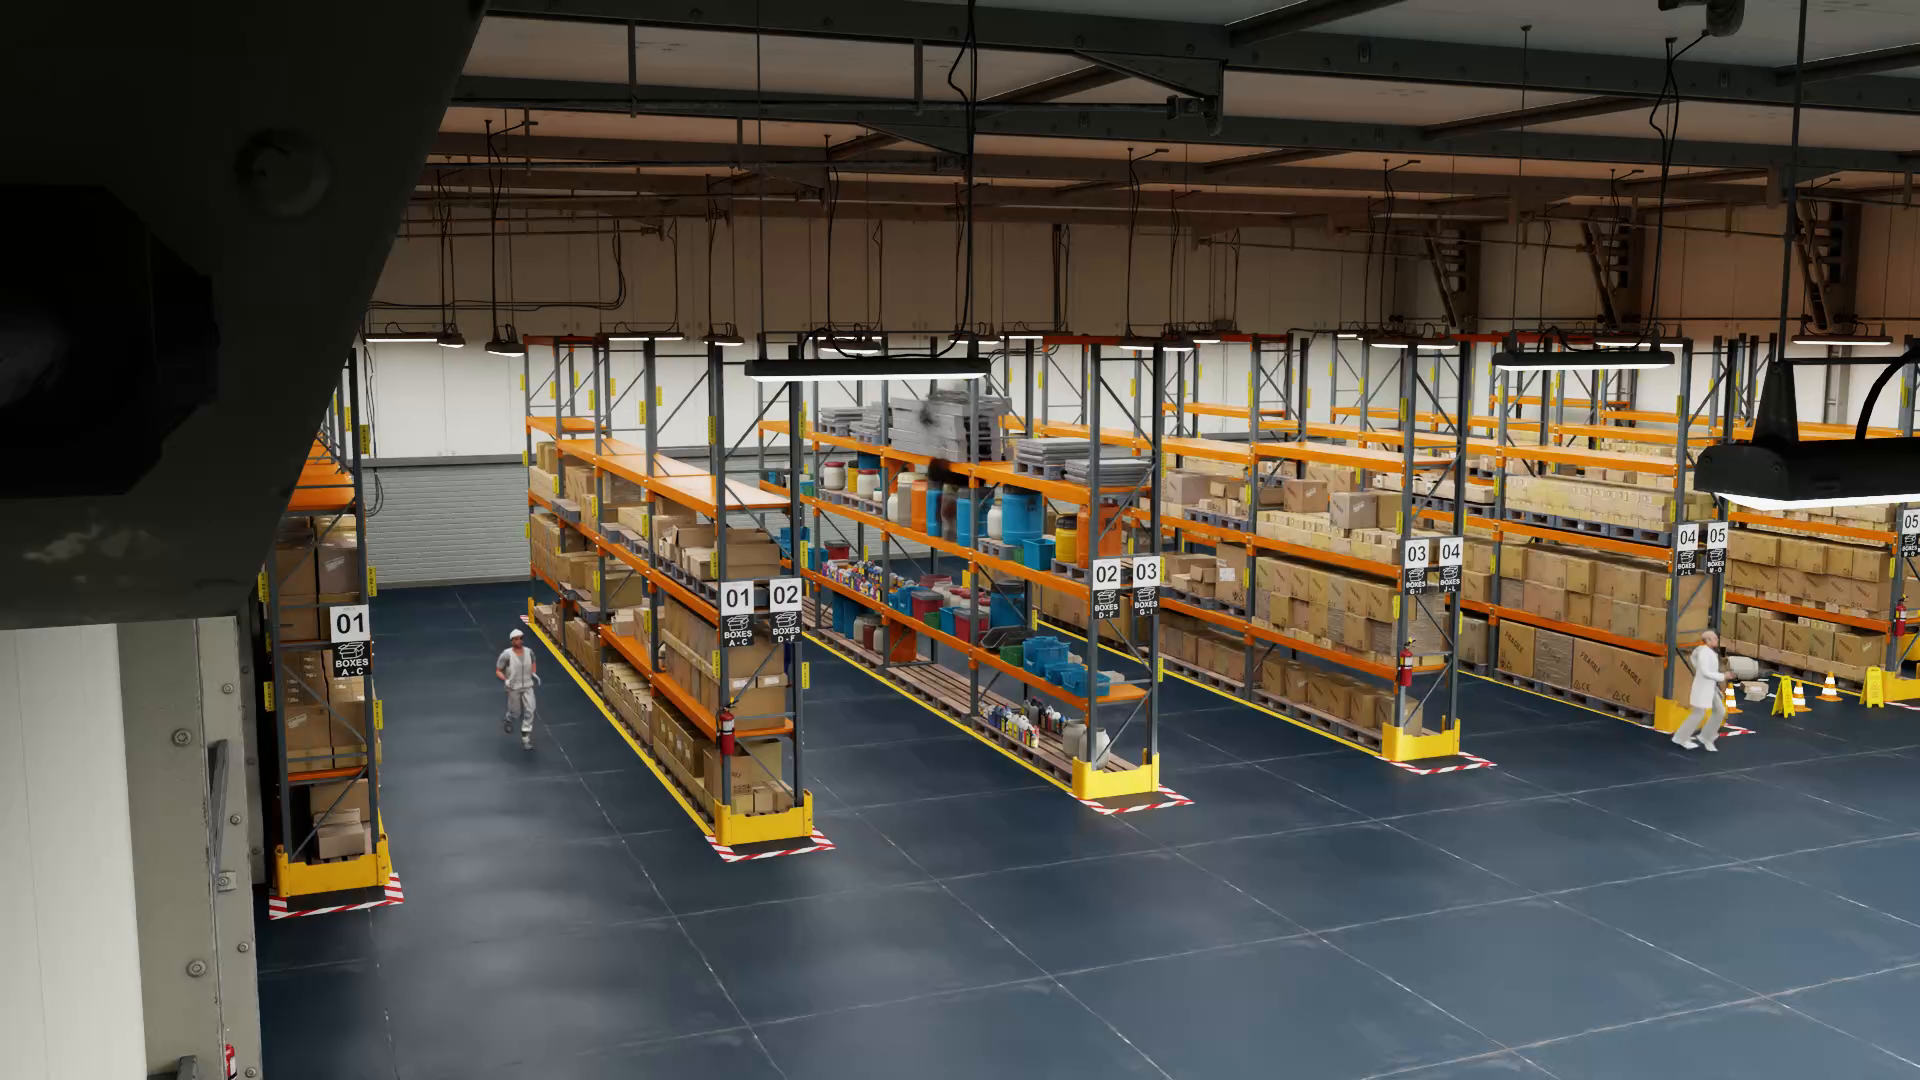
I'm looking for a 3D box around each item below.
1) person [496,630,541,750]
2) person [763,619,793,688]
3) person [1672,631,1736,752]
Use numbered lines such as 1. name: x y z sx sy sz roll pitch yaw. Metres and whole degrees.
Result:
1. person: -6.542 2.192 24.661 0.665 1.761 0.823 -6 9 -37
2. person: -2.935 1.596 27.539 0.630 1.679 0.702 -5 9 -34
3. person: 10.933 2.237 24.398 0.813 1.848 0.731 5 9 32
